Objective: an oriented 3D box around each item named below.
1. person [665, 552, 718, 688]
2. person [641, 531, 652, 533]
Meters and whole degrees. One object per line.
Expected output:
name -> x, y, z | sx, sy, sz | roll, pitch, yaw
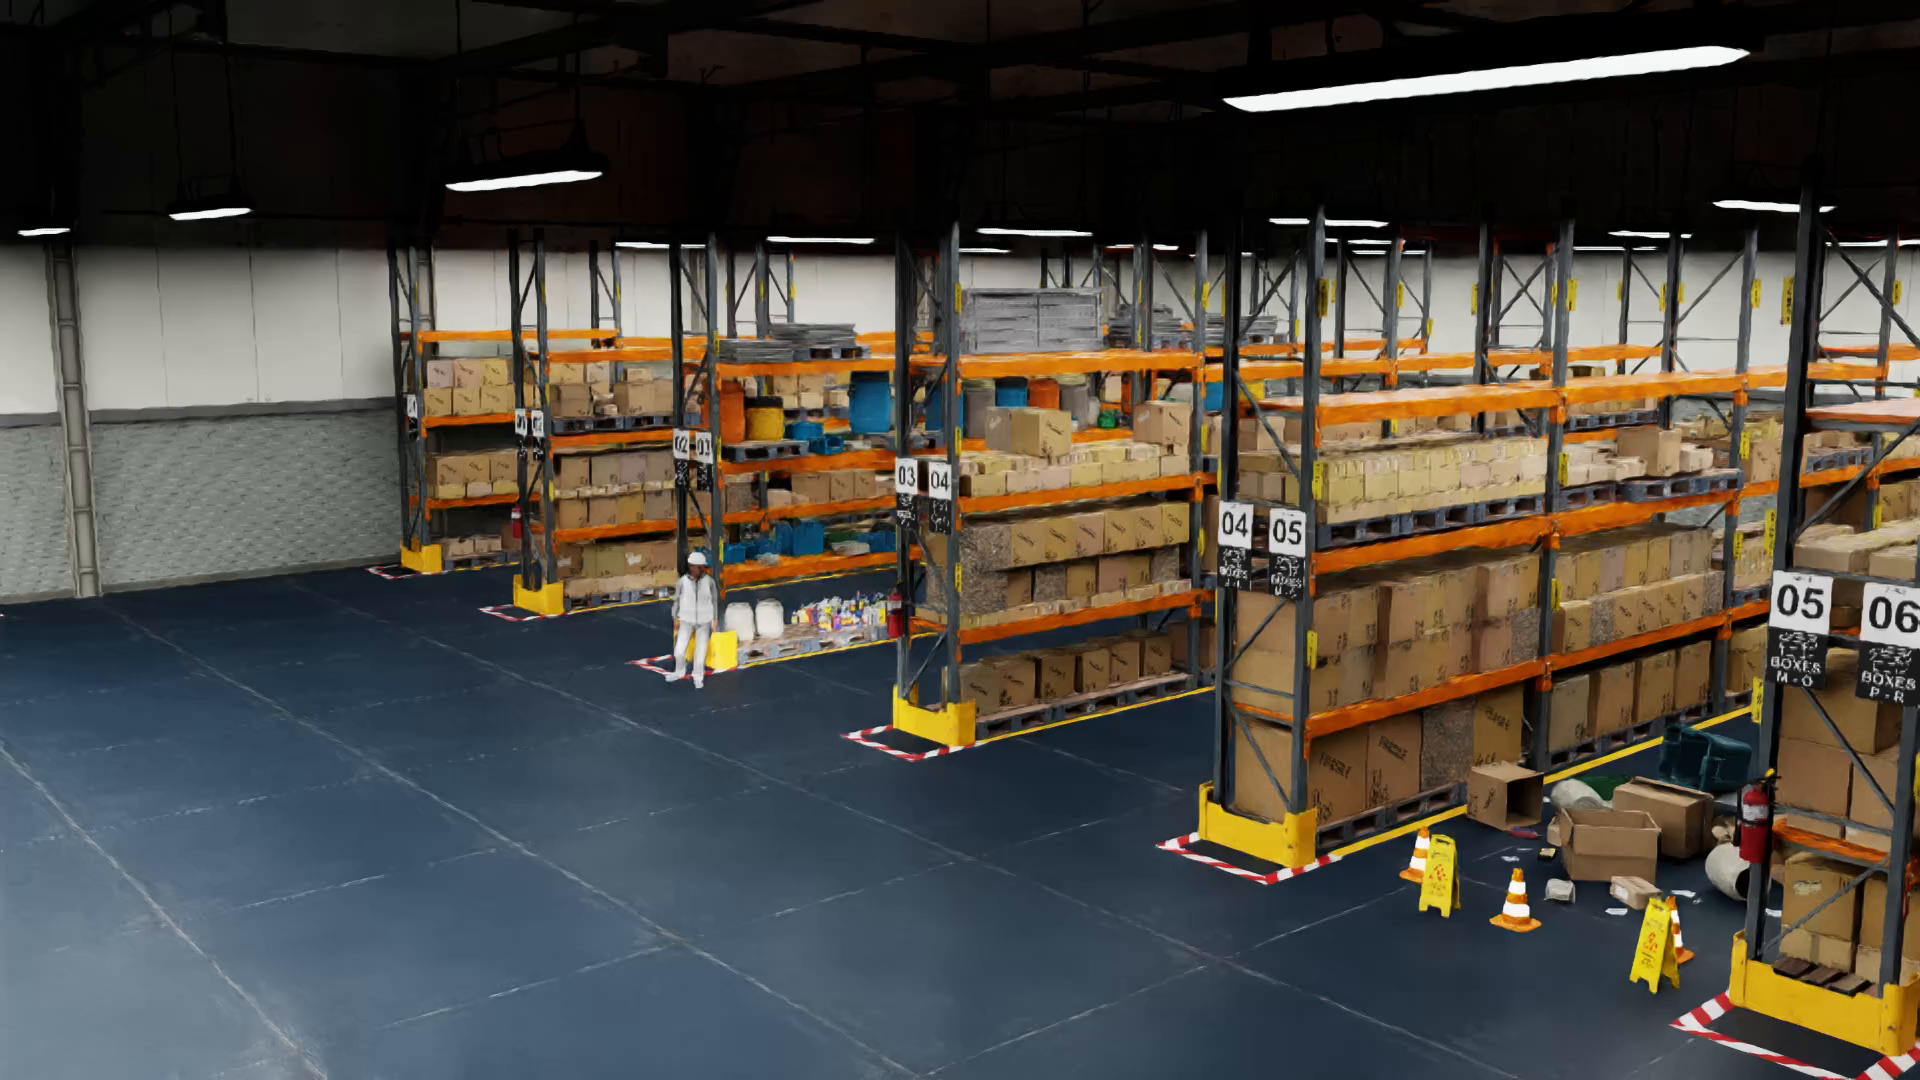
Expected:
person -> -3.453, 1.020, 21.329 | 0.695, 1.759, 0.470 | -2, 9, -12
person -> -5.569, -0.191, 29.812 | 0.518, 1.604, 0.592 | -8, 12, -42
